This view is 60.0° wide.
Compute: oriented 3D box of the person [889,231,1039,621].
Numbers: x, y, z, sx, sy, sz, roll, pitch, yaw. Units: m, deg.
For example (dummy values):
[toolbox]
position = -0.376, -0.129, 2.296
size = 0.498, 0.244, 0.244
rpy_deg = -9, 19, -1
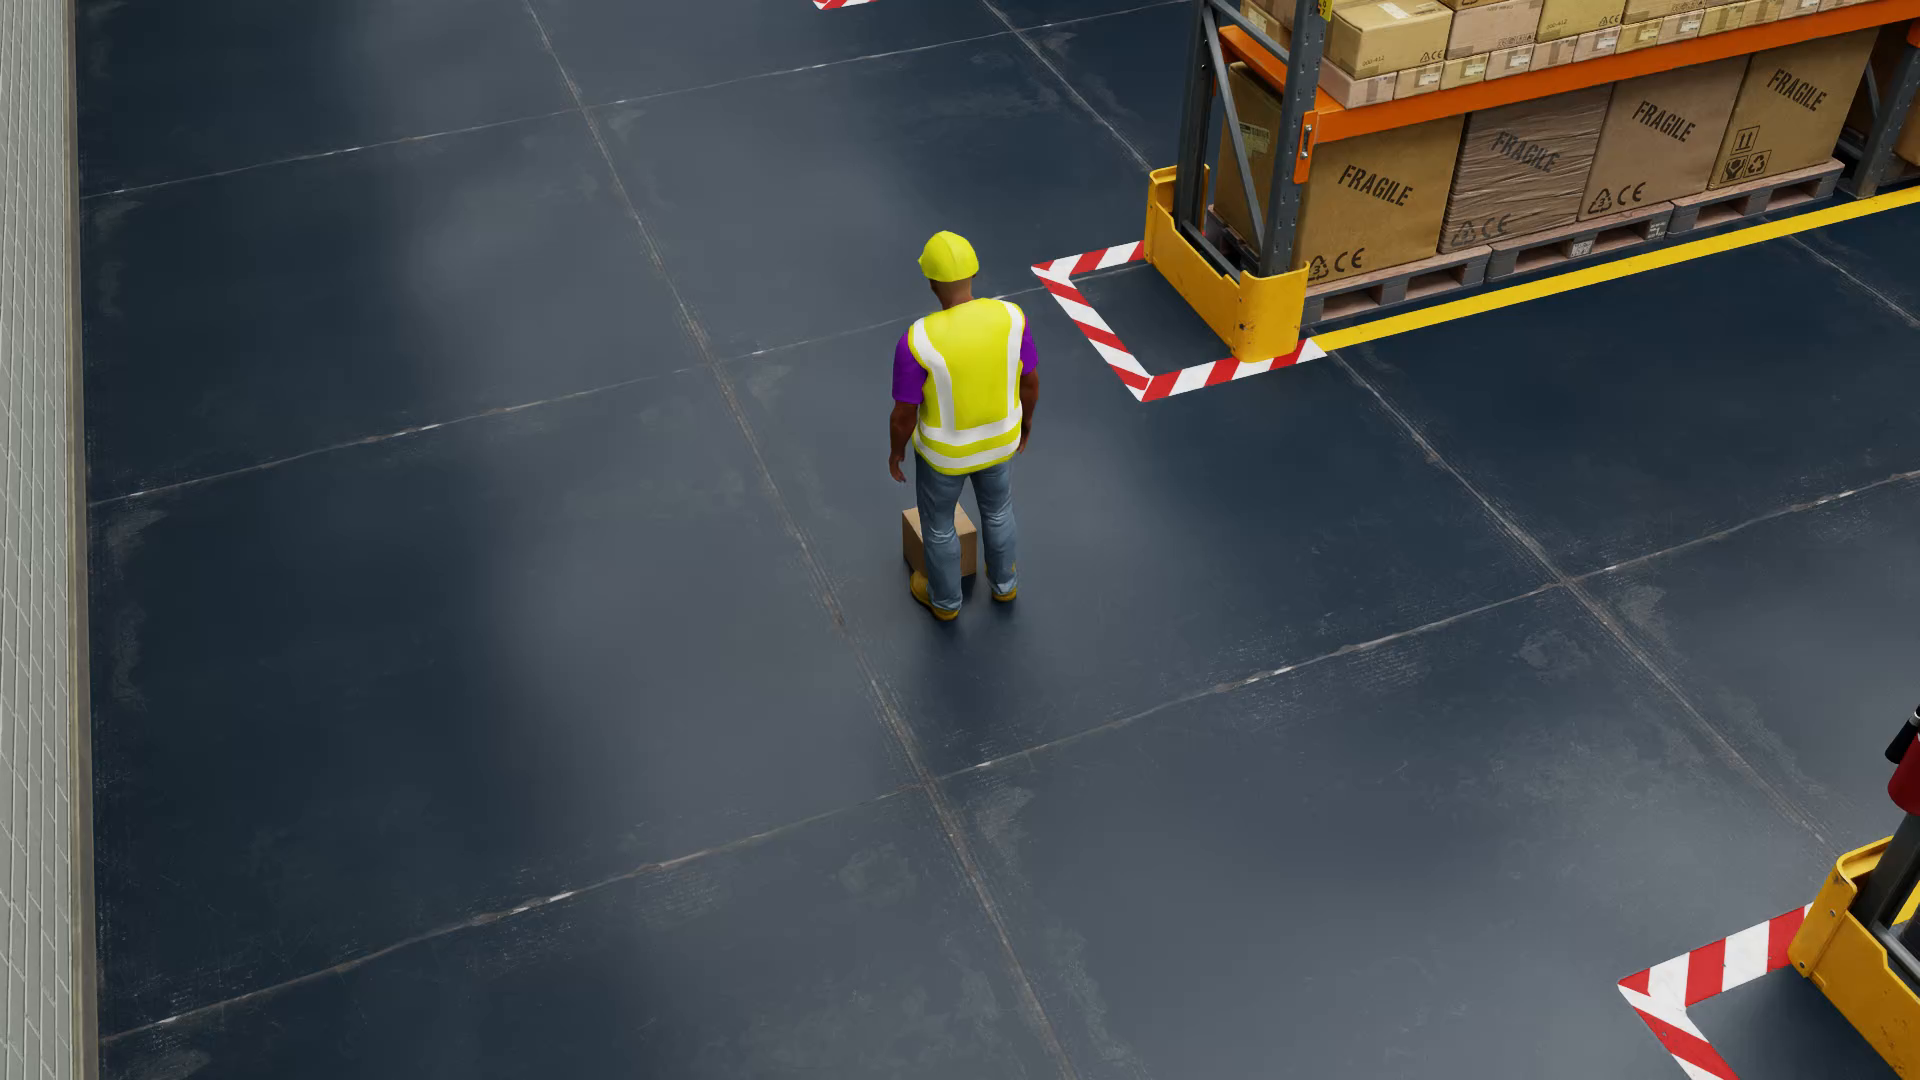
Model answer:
[person]
position = 0.007, -0.422, 6.622
size = 0.629, 1.761, 0.462
rpy_deg = -16, 44, -17
